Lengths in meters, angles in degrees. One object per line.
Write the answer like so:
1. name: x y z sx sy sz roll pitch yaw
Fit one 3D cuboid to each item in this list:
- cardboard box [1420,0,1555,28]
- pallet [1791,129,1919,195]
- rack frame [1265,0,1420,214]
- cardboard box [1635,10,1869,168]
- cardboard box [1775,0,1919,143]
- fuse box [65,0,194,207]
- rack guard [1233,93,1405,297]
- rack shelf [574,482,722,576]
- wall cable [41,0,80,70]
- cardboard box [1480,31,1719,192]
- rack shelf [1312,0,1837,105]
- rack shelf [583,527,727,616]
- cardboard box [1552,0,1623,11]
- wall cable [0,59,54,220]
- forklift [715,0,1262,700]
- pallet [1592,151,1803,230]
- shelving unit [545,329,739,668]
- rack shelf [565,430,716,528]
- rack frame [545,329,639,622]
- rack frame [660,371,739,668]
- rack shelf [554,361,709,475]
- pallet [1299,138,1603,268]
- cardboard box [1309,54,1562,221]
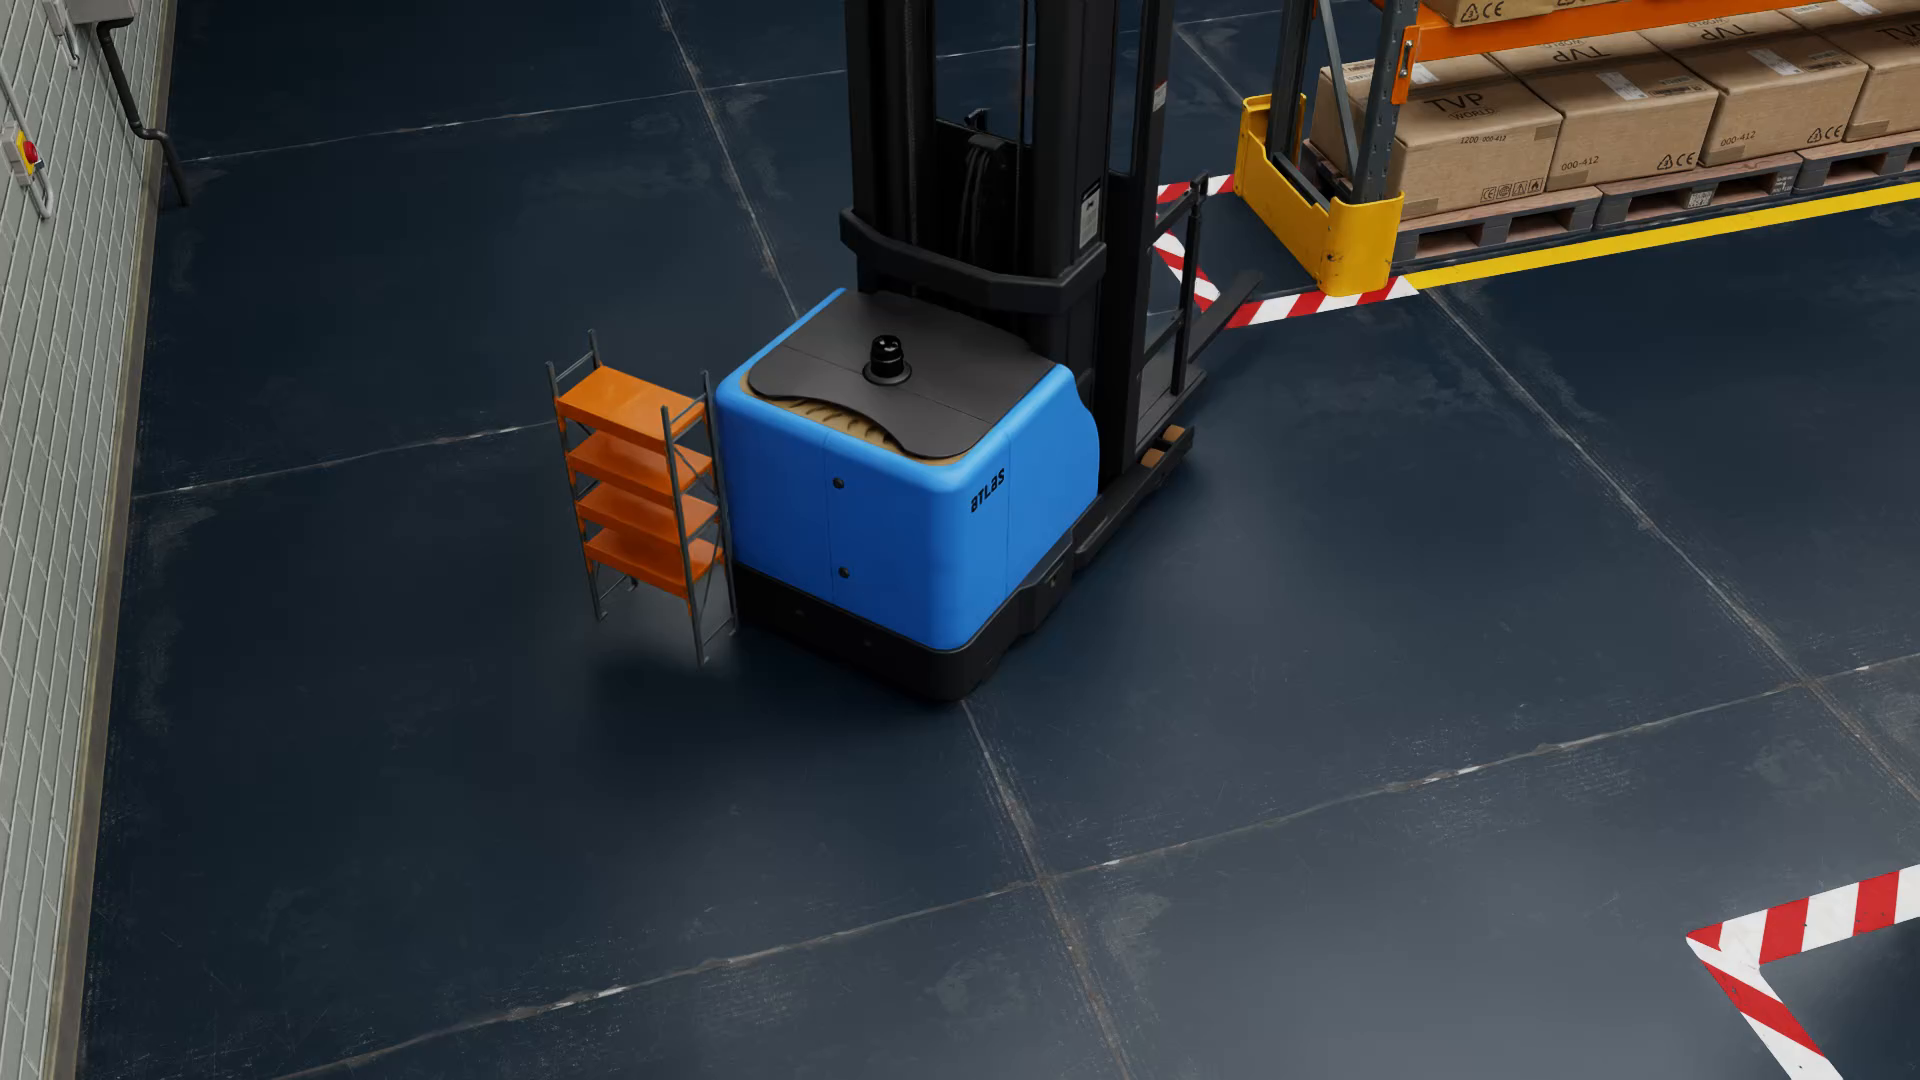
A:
1. cardboard box: 2.350 -2.659 7.438 0.500 0.500 0.500 -12 43 -13
2. pallet: 4.872 -2.346 9.275 1.213 0.211 1.003 -12 42 -13
3. rack frame: 1.806 -2.707 7.568 0.127 3.000 1.000 -12 42 -13
4. cardboard box: 4.136 -2.456 8.910 0.875 0.438 0.875 -13 43 -14
5. cardboard box: 4.990 -2.634 9.113 0.875 0.438 0.875 -12 43 -14
6. fuse box: -4.058 -2.440 8.242 0.414 1.711 0.539 -12 42 -13
7. rack guard: 1.783 -1.761 8.385 0.348 0.500 1.175 -12 42 -13
8. rack shelf: -1.121 -0.077 6.028 0.480 0.148 0.258 21 45 22
9. wall cable: -4.003 -2.848 6.958 0.122 1.984 0.588 -12 42 -13
10. cardboard box: 3.275 -2.279 8.707 0.875 0.438 0.875 -11 42 -12
11. rack shelf: 3.713 -2.831 8.257 4.000 0.370 1.077 -12 42 -13
12. rack shelf: -1.121 0.073 6.159 0.480 0.148 0.258 21 45 22
13. cardboard box: 2.824 -2.777 7.572 0.500 0.500 0.500 -12 43 -14
14. wall cable: -3.566 -1.972 5.931 0.123 1.953 0.585 -12 42 -13
15. forklift: 0.342 -1.473 6.208 1.130 2.935 3.031 22 46 24
16. pallet: 3.706 -2.102 8.996 1.213 0.211 1.003 -12 42 -13
17. shelving unit: -1.121 -0.127 5.984 0.503 1.200 0.258 21 45 22
18. rack shelf: -1.121 -0.245 5.881 0.480 0.148 0.258 21 45 22
19. rack frame: -1.332 -0.208 6.077 0.015 1.200 0.240 21 45 22
20. rack frame: -0.911 -0.046 5.891 0.015 1.200 0.240 21 45 22
21. rack shelf: -1.121 -0.423 5.725 0.480 0.148 0.258 21 45 22
22. pallet: 2.545 -1.864 8.723 1.213 0.211 1.003 -12 42 -13
23. cardboard box: 2.405 -2.093 8.494 0.875 0.438 0.875 -13 43 -15
